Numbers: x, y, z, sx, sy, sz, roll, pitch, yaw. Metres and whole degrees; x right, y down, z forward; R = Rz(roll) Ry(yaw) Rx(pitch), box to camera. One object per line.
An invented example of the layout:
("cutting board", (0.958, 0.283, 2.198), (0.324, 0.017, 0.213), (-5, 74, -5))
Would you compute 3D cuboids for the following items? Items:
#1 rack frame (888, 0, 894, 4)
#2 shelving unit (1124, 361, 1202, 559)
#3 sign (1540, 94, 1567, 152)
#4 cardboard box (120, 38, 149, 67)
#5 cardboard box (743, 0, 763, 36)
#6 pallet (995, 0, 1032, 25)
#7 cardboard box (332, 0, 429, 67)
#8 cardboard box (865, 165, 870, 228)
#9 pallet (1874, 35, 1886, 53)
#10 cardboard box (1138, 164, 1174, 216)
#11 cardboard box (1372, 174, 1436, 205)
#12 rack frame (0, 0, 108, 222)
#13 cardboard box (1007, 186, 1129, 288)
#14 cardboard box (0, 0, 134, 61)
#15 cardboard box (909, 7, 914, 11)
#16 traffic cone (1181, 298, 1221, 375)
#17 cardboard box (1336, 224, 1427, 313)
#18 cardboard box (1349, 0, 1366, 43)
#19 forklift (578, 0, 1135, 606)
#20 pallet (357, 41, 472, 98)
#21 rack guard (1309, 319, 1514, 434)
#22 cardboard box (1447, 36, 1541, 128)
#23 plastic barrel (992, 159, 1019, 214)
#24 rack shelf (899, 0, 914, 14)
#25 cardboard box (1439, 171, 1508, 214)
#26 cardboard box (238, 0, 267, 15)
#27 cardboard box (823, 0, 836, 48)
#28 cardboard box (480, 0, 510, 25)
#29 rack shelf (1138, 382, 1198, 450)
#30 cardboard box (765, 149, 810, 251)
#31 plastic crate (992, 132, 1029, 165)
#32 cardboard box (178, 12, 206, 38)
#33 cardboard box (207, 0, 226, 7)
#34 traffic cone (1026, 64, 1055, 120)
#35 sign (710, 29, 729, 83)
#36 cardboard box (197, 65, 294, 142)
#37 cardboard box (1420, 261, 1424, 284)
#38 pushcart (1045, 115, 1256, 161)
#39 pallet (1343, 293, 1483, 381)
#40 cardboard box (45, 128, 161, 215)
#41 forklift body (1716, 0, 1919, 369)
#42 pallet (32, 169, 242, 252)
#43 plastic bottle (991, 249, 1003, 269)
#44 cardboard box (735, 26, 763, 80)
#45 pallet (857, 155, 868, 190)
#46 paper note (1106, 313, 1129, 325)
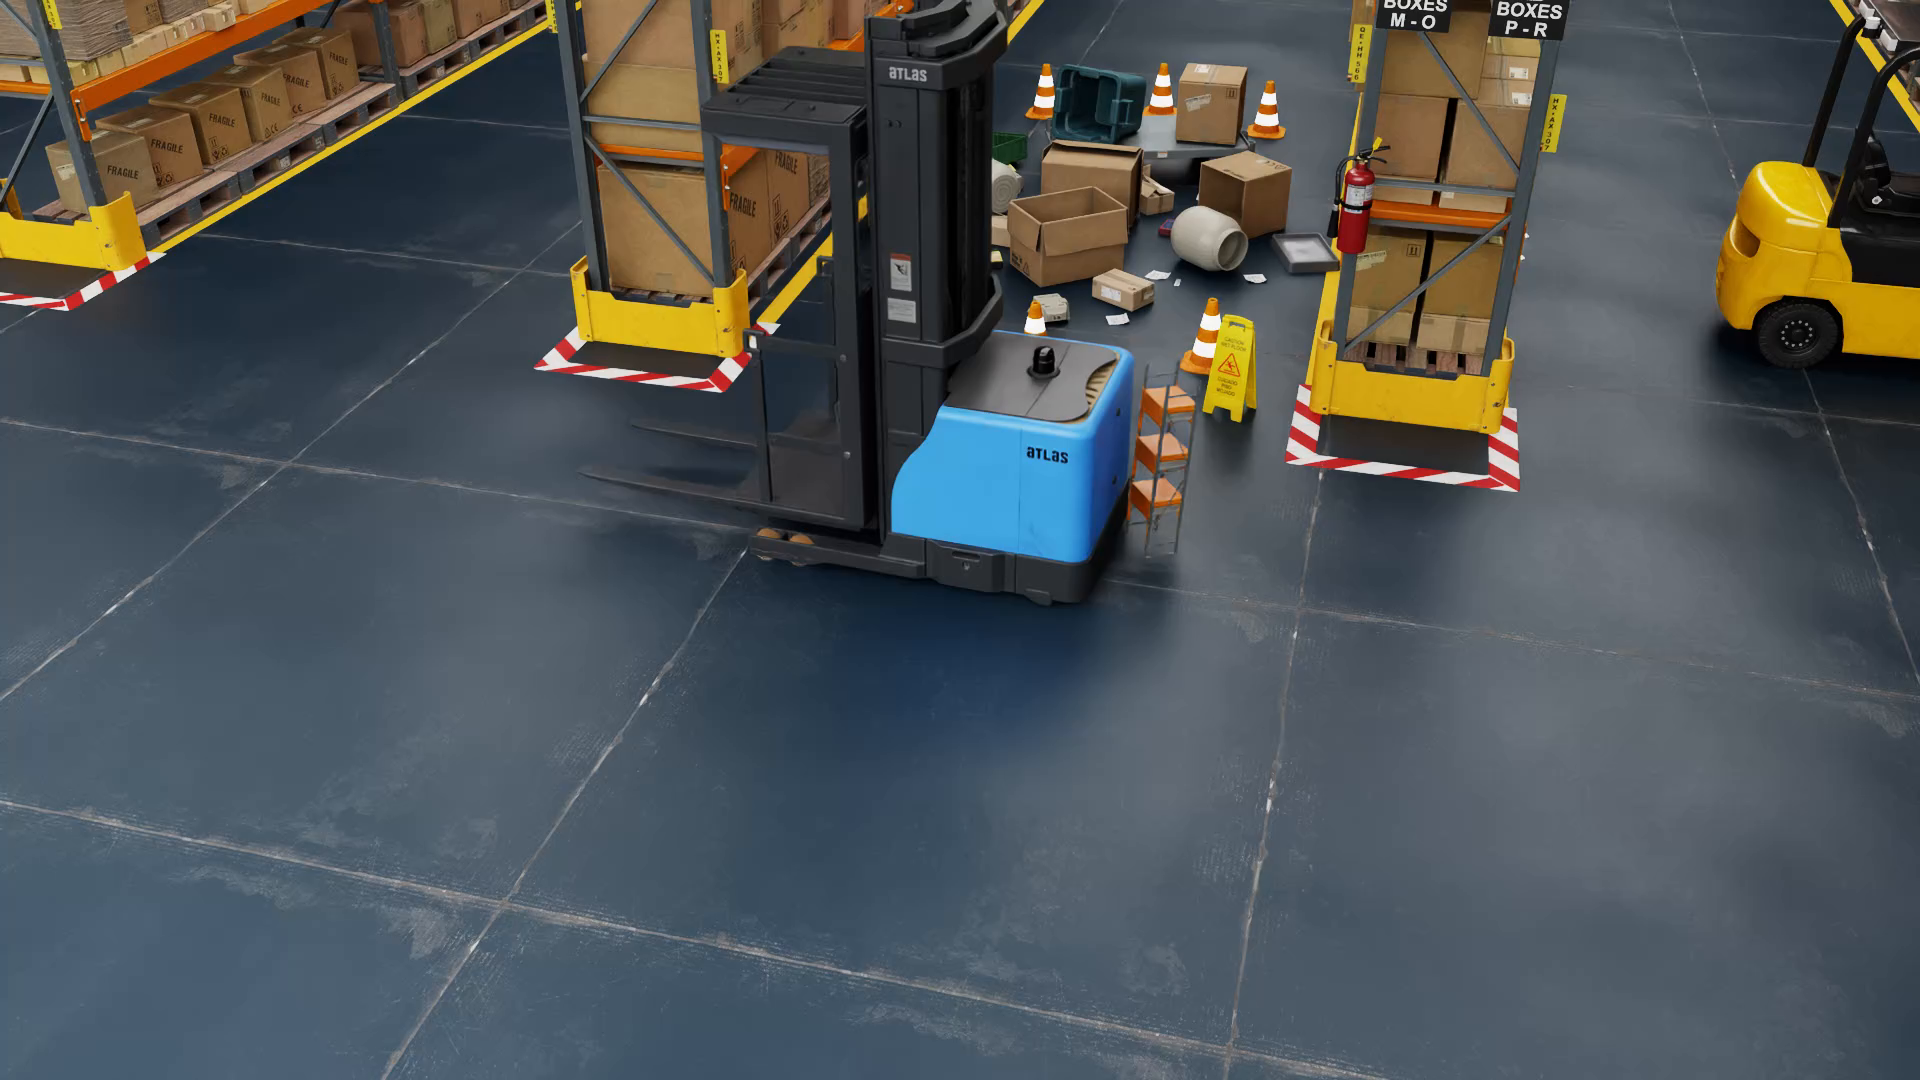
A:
("rack frame", (-1.005, -4.741, 13.911), (1.000, 3.000, 0.127), (8, 33, 12))
("shelving unit", (1.081, -0.422, 8.923), (0.215, 1.050, 0.252), (-9, 33, -19))
("sign", (3.318, -2.335, 9.320), (0.100, 0.325, 0.005), (8, 33, 12))
("cardboard box", (-6.330, -3.657, 12.441), (0.380, 0.149, 0.250), (8, 33, 12))
("cardboard box", (-1.839, -3.669, 11.079), (0.875, 0.550, 0.550), (8, 33, 12))
("pallet", (0.209, -6.045, 18.562), (1.003, 0.211, 1.213), (8, 33, 12))
("cardboard box", (-5.601, -4.915, 16.105), (0.700, 0.500, 0.500), (6, 33, 9))
("cardboard box", (-0.407, -2.742, 13.094), (0.500, 0.500, 0.500), (14, 35, 21))
("pallet", (10.163, -5.358, 17.481), (1.003, 0.211, 1.213), (8, 33, 12))
("cardboard box", (1.525, -2.835, 13.462), (0.258, 0.266, 0.396), (-14, 35, -21))
("cardboard box", (2.681, -2.161, 10.087), (0.380, 0.149, 0.250), (9, 34, 14))
("rack frame", (-6.793, -3.393, 11.791), (1.000, 3.000, 0.127), (8, 33, 12))
("cardboard box", (0.790, -2.246, 12.314), (0.797, 0.503, 0.637), (-14, 35, -21))
("cardboard box", (-6.626, -3.842, 12.127), (0.875, 0.500, 0.500), (8, 33, 12))
("cardboard box", (-0.686, -4.803, 15.715), (1.050, 0.750, 0.750), (8, 33, 12))
("traffic cone", (1.654, -1.372, 10.976), (0.336, 0.463, 0.334), (8, 33, 12))
("cardboard box", (2.744, -1.828, 10.802), (0.500, 0.500, 0.500), (8, 33, 13))
("cardboard box", (2.877, -3.468, 10.607), (0.700, 0.500, 0.500), (8, 33, 12))
("forklift", (-0.631, -1.354, 8.647), (3.031, 2.935, 1.130), (10, 34, 15))
("pallet", (-5.581, -4.696, 16.440), (1.003, 0.211, 1.213), (8, 33, 12))
("rack guard", (2.812, -1.028, 10.401), (1.175, 0.500, 0.348), (8, 33, 12))
("cardboard box", (3.438, -2.953, 10.729), (0.500, 0.500, 0.500), (7, 33, 11))
("plastic barrel", (0.190, -2.856, 13.348), (0.421, 0.421, 0.512), (-21, 38, -29))
("rack shelf", (-0.498, -5.475, 15.737), (1.077, 0.370, 4.000), (8, 33, 12))
("cardboard box", (3.079, -2.086, 9.969), (0.380, 0.149, 0.250), (8, 33, 13))
("cardboard box", (-5.943, -4.434, 13.664), (0.380, 0.149, 0.250), (8, 33, 12))
("cardboard box", (-1.456, -4.058, 12.698), (0.875, 0.550, 0.550), (8, 33, 12))
("cardboard box", (-5.179, -5.740, 17.403), (0.700, 0.500, 0.500), (11, 34, 16))
("rack shelf", (1.097, -0.655, 8.782), (0.215, 0.259, 0.240), (-9, 33, -19))
("cardboard box", (-1.691, -2.763, 12.390), (0.875, 0.875, 0.875), (8, 33, 12))
("plastic crate", (0.218, -3.310, 14.228), (0.662, 0.188, 0.450), (-28, 32, -37))
("cardboard box", (-6.179, -4.052, 13.062), (0.380, 0.149, 0.250), (8, 33, 12))
("cardboard box", (-6.309, -4.629, 13.366), (0.875, 0.500, 0.500), (8, 33, 12))
("traffic cone", (0.795, -4.160, 15.363), (0.336, 0.463, 0.334), (8, 33, 12))
("sign", (-1.485, -2.985, 10.269), (0.100, 0.325, 0.005), (8, 33, 12))
("cardboard box", (-6.137, -3.757, 14.303), (0.500, 0.500, 0.500), (5, 33, 8))
("cardboard box", (3.528, -1.990, 11.756), (0.500, 0.250, 0.500), (10, 34, 16))
("pushcart", (1.590, -3.297, 14.084), (1.648, 0.377, 0.936), (-3, 33, -4))
("pallet", (3.053, -1.323, 11.134), (1.003, 0.211, 1.213), (8, 33, 12))
("cardboard box", (-6.618, -2.837, 12.855), (0.500, 0.500, 0.500), (14, 35, 21))
("forklift body", (6.312, -2.244, 10.775), (2.313, 2.155, 1.214), (8, 33, 12))
("pallet", (-6.533, -2.672, 13.256), (1.003, 0.211, 1.213), (8, 33, 12))
("plastic bottle", (0.246, -2.123, 12.533), (0.133, 0.061, 0.283), (-3, 33, -4))
("cardboard box", (-1.852, -3.215, 11.372), (0.875, 0.550, 0.550), (8, 33, 12))
("pallet", (-1.274, -3.180, 14.055), (1.003, 0.211, 1.213), (8, 33, 12))
("paper note", (1.108, -1.552, 11.663), (0.148, 0.019, 0.142), (-3, 33, -4))
